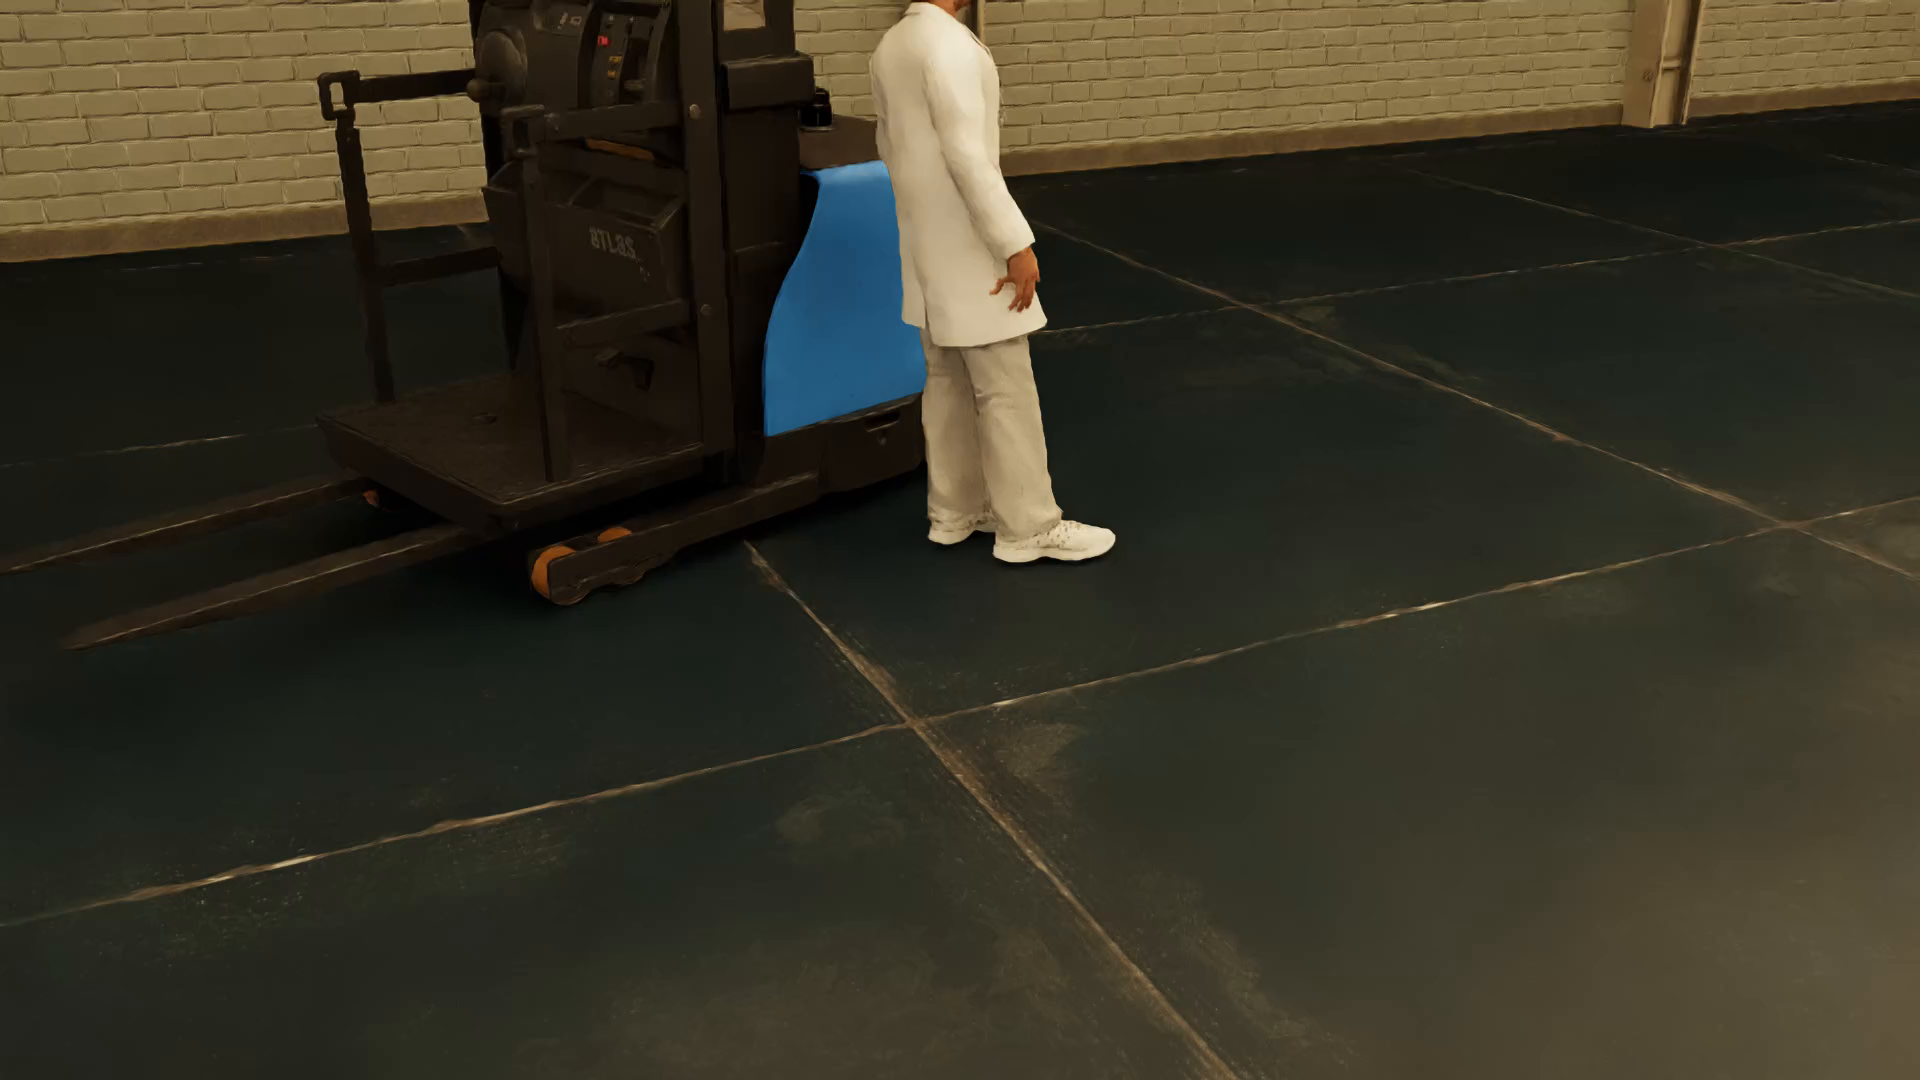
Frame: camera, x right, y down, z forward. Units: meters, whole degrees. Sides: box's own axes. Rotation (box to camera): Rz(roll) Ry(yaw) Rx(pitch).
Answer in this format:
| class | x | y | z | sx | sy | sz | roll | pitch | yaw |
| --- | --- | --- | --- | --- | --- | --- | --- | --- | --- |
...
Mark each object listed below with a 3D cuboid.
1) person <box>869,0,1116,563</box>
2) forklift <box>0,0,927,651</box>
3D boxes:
| class | x | y | z | sx | sy | sz | roll | pitch | yaw |
| --- | --- | --- | --- | --- | --- | --- | --- | --- | --- |
| person | 0.084 | -0.841 | 4.794 | 0.580 | 1.776 | 0.694 | -10 | 25 | -23 |
| forklift | -1.267 | -1.393 | 4.638 | 1.130 | 2.935 | 3.031 | 21 | 30 | 41 |
